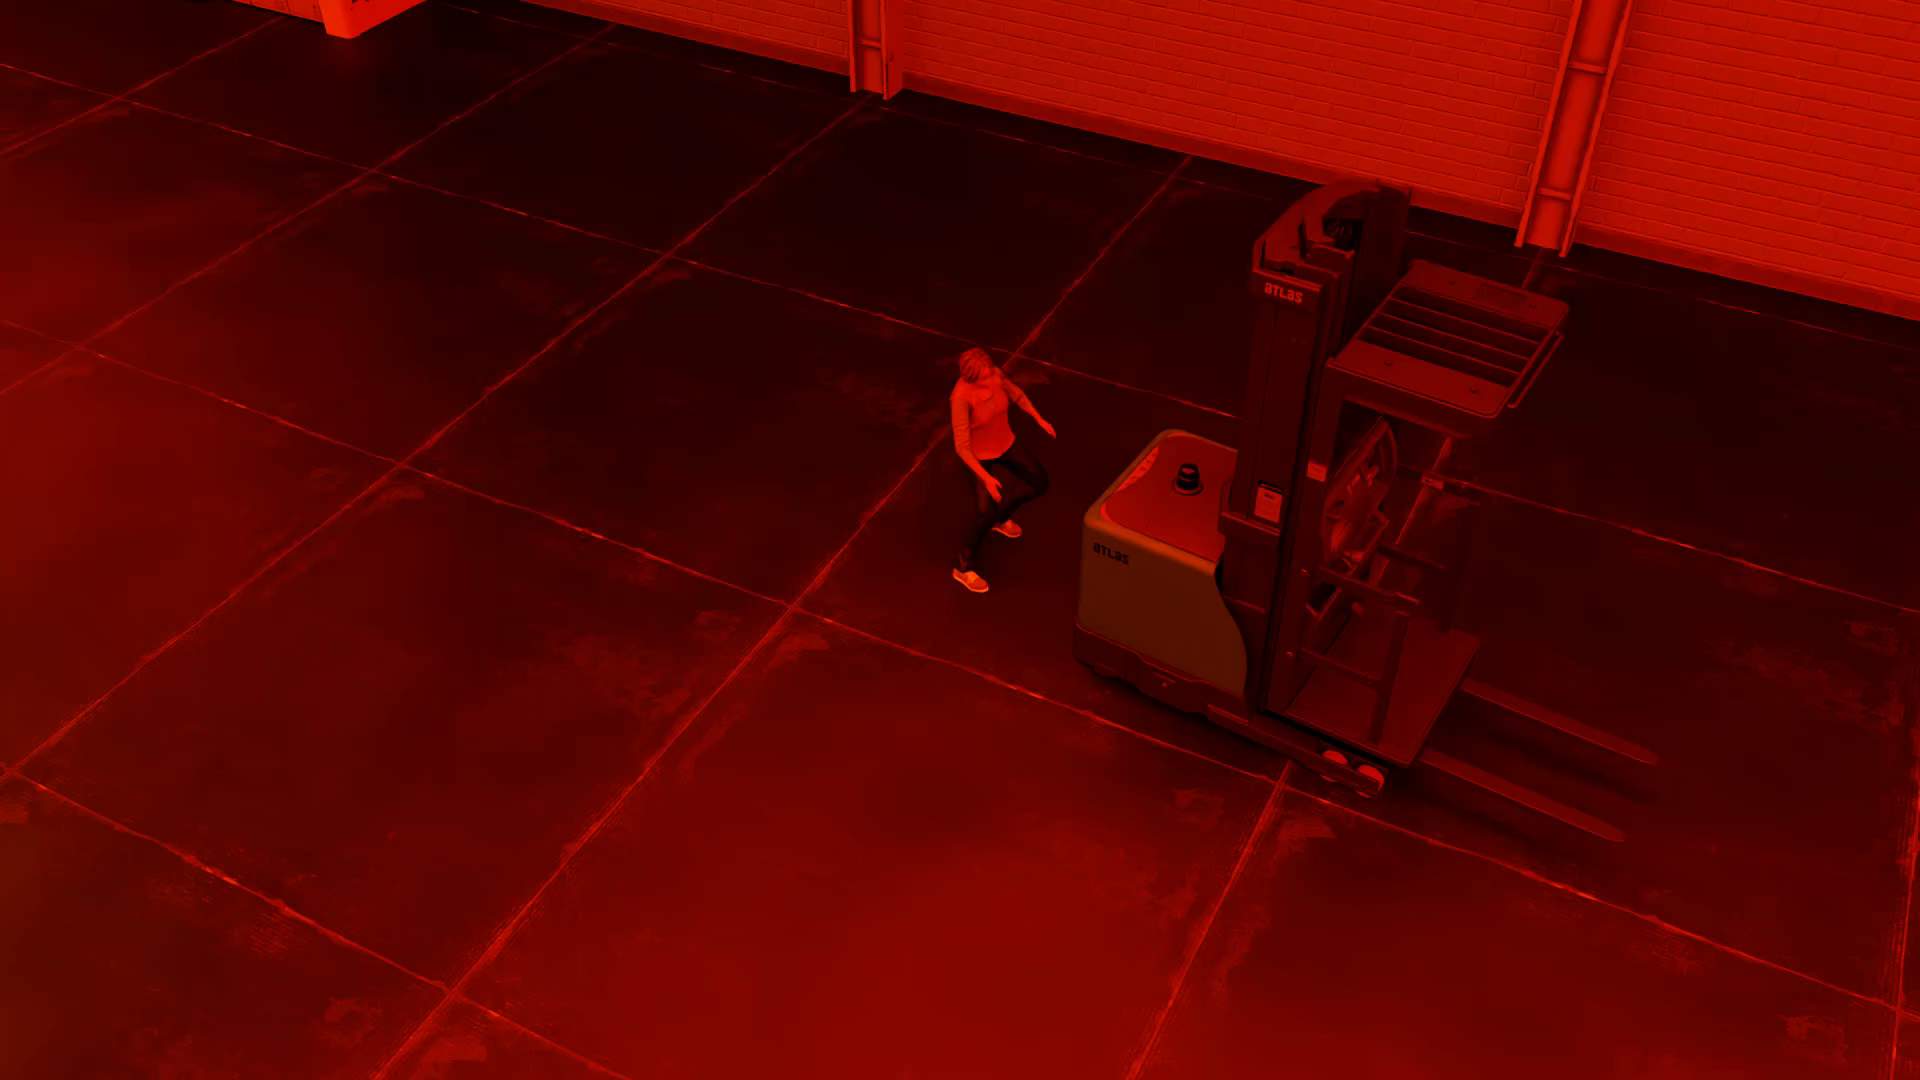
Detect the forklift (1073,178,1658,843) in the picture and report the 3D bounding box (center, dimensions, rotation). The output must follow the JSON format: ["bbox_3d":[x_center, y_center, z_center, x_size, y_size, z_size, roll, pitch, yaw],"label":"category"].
[{"bbox_3d":[2.153,-0.176,8.195,3.031,2.935,1.130,23,45,24],"label":"forklift"}]

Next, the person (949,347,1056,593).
[{"bbox_3d":[0.226,-0.468,9.687,0.606,1.448,0.718,32,50,32],"label":"person"}]
